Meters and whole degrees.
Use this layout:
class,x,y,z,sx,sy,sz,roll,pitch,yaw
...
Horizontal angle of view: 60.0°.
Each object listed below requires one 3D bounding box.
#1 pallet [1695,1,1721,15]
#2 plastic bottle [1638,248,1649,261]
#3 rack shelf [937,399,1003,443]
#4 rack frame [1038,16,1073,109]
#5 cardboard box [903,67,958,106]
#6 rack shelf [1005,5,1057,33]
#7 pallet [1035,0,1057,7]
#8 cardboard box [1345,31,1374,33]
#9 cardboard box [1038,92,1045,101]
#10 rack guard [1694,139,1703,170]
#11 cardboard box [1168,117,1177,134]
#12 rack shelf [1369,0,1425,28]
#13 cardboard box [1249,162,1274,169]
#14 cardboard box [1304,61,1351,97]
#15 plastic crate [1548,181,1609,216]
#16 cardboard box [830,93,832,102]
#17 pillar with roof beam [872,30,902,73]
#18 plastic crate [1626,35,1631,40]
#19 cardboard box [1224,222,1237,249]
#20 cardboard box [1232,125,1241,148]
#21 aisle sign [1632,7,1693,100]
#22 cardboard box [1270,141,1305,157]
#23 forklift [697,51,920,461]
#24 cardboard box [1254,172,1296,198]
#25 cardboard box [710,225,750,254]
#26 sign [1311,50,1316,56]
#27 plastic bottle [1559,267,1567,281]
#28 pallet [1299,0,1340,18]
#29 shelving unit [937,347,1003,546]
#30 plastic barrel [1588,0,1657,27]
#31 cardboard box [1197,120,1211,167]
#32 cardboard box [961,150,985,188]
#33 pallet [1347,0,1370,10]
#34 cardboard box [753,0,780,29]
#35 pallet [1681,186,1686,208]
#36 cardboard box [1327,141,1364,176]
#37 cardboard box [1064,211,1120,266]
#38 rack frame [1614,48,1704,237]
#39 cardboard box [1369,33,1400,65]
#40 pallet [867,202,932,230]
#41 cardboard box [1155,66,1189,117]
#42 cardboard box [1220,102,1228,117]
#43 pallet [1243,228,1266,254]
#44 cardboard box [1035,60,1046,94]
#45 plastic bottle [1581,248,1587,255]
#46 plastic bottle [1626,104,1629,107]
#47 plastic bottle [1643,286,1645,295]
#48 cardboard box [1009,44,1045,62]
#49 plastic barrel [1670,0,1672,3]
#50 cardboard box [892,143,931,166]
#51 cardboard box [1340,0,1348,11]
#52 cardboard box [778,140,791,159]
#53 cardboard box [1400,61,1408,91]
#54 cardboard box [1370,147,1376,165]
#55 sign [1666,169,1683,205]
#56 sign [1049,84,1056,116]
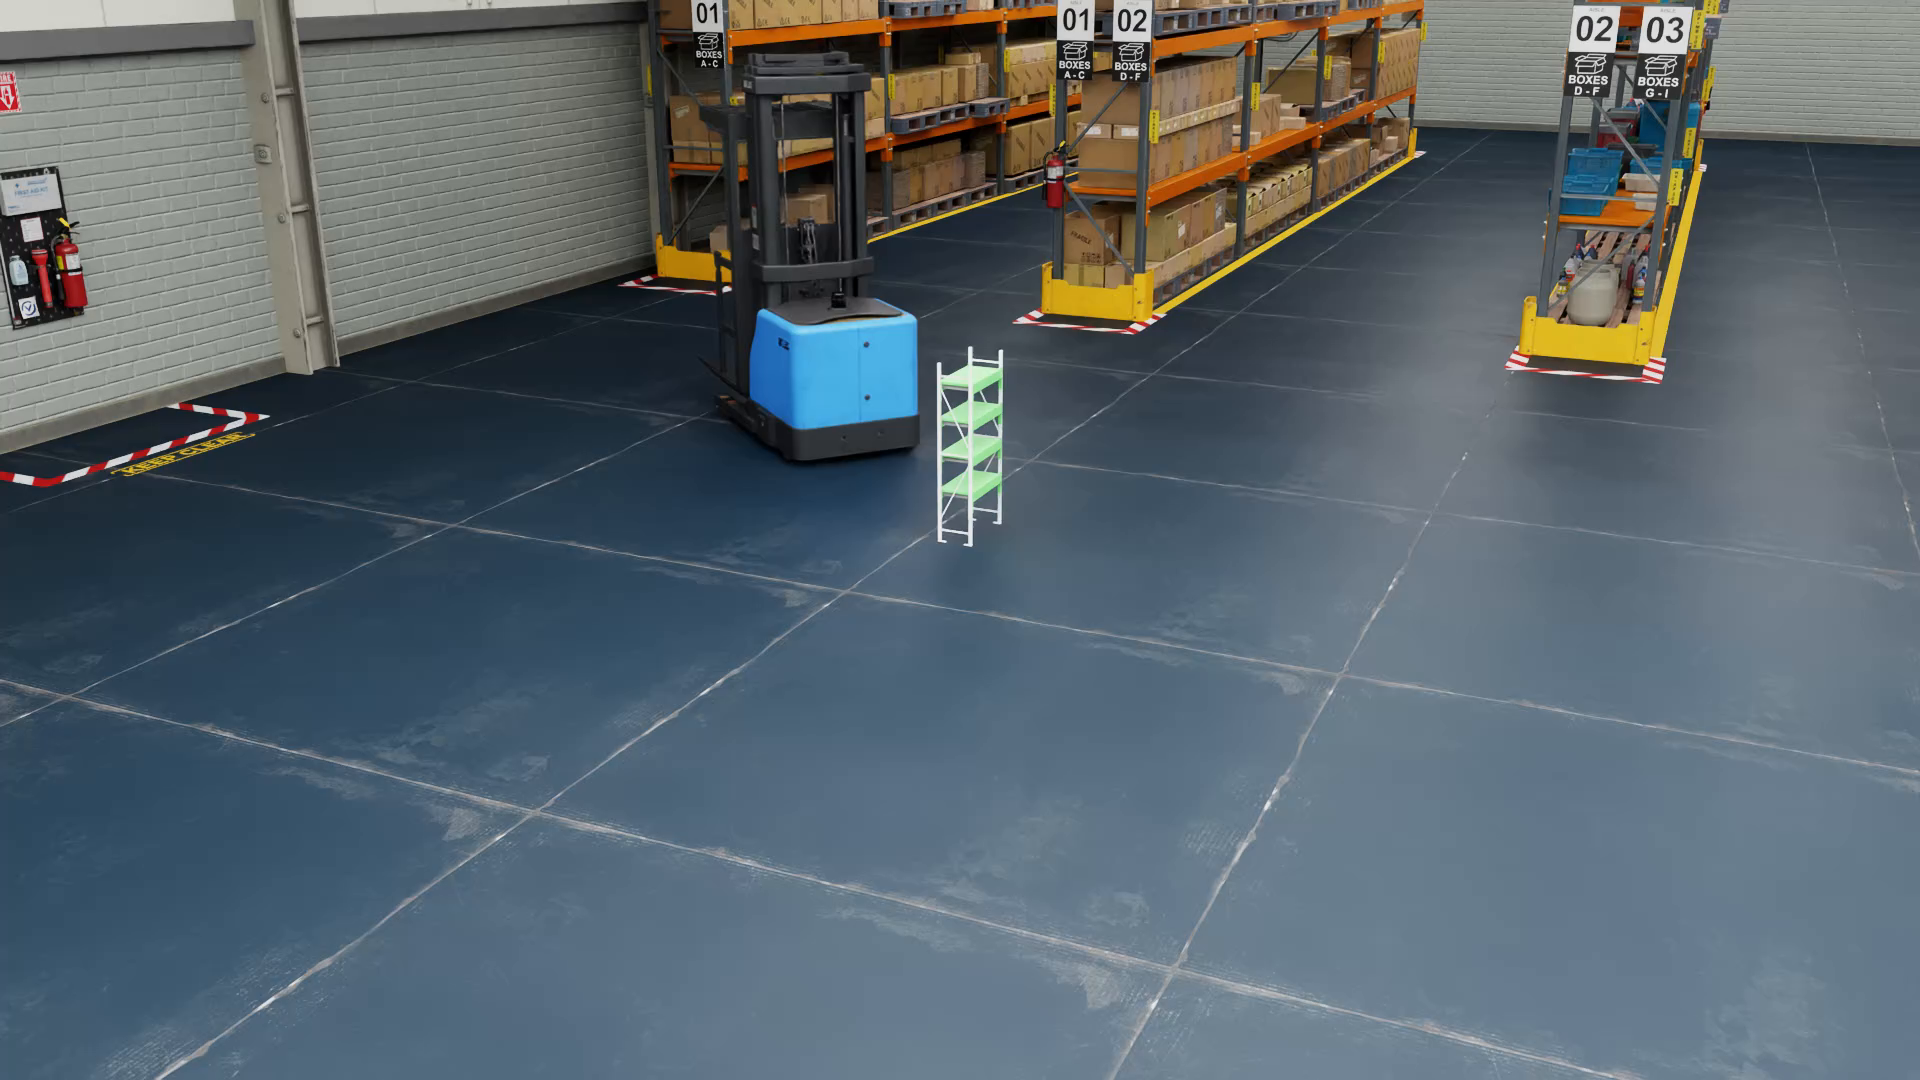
class,x,y,z,sx,sy,sz,roll,pitch,yaw
pallet,9.661,-7.138,22.368,1.003,0.211,1.213,9,21,23
plastic bottle,7.542,-3.035,18.322,0.144,0.351,0.185,7,21,20
rack shelf,0.068,-0.782,10.851,0.258,0.148,0.480,9,21,23
rack frame,1.859,-8.175,29.480,1.000,3.000,0.127,9,21,23
cardboard box,-0.453,-6.678,24.464,0.700,0.500,0.500,9,21,23
rack shelf,1.040,-8.638,27.379,1.077,0.370,4.000,9,21,23
pallet,0.891,-8.823,27.107,1.003,0.211,1.213,10,22,25
cardboard box,6.971,-8.670,29.229,0.500,0.500,0.500,8,21,22
cardboard box,1.185,-7.383,27.597,0.380,0.149,0.250,9,21,23
rack guard,12.533,-6.870,29.541,1.175,0.500,0.348,9,21,23
cardboard box,2.137,-4.506,18.044,0.380,0.149,0.250,8,21,22
rack shelf,7.198,-9.182,28.909,1.077,0.370,4.000,9,21,23
cardboard box,4.259,-5.321,24.093,0.500,0.311,0.500,9,22,25
cardboard box,5.712,-7.193,25.943,0.700,0.500,0.500,3,20,9
plastic crate,5.915,-3.272,15.913,0.499,0.251,0.616,9,21,23
cardboard box,-1.744,-5.529,21.114,0.500,0.500,0.500,8,21,21
pillar with roof beam,2.827,-8.910,22.592,9.100,9.000,0.400,9,21,23
plastic crate,6.726,-5.239,17.063,0.336,0.188,0.450,9,21,23
cardboard box,3.113,-3.782,20.603,0.500,0.250,0.500,9,21,23
cardboard box,3.265,-5.137,21.161,0.500,0.250,0.500,10,22,26
aisle sign,6.221,-4.310,14.732,0.394,0.787,0.004,9,21,23
cardboard box,4.929,-5.993,25.298,0.500,0.250,0.500,9,22,25
forklift,-1.403,-2.427,13.418,1.130,2.935,3.031,-9,22,-24
cardboard box,4.335,-4.933,23.003,0.500,0.311,0.500,8,21,22
cardboard box,-2.690,-3.647,20.102,0.500,0.311,0.500,6,20,17
sign,5.881,-7.977,27.630,0.100,0.325,0.005,9,21,23
plastic bottle,6.366,-2.735,17.580,0.061,0.283,0.133,9,22,24
pallet,4.545,-7.379,23.045,1.213,0.211,1.003,10,22,25
shelving unit,0.068,-0.616,10.910,0.258,1.200,0.503,9,21,23
plastic barrel,6.066,-5.127,15.165,0.600,0.830,0.708,9,21,23
cardboard box,2.508,-4.647,19.409,0.700,0.500,0.500,9,21,24
cardboard box,-0.027,-5.755,25.748,0.700,0.500,0.500,9,21,23
pallet,5.626,-8.314,25.675,1.213,0.211,1.003,9,21,23
cardboard box,-2.438,-6.204,19.281,0.500,0.500,0.500,10,22,26
pallet,10.543,-5.272,25.478,1.003,0.211,1.213,9,21,23
cardboard box,6.229,-6.186,26.961,0.500,0.500,0.500,9,21,23
cardboard box,1.414,-3.289,18.098,0.500,0.500,0.500,9,21,23
rack frame,9.259,-5.593,22.219,1.000,3.000,0.127,9,21,23
cardboard box,7.251,-8.435,28.570,0.500,0.500,0.500,8,21,21
pallet,-1.100,-4.654,23.741,1.003,0.211,1.213,9,21,23
cardboard box,2.106,-4.960,18.353,0.700,0.500,0.500,9,21,23
cardboard box,2.980,-5.136,19.816,0.380,0.149,0.250,8,21,21
pallet,3.370,-3.968,21.811,1.003,0.211,1.213,9,21,23
cardboard box,1.080,-7.573,27.163,0.500,0.500,0.500,8,21,22
plastic bottle,6.983,-3.155,18.771,0.152,0.276,0.135,9,22,25
plastic bottle,9.503,-6.070,23.734,0.061,0.283,0.133,9,21,23
plastic bottle,7.052,-2.580,17.265,0.097,0.201,0.097,0,20,0
cardboard box,1.062,-7.924,27.031,0.500,0.250,0.500,9,21,23
plastic barrel,8.457,-6.788,20.461,0.600,0.830,0.708,9,21,23
cardboard box,-0.744,-5.635,24.291,0.500,0.250,0.500,8,21,21
cardboard box,5.311,-8.187,24.888,0.910,0.500,0.500,9,21,23
cardboard box,-2.366,-4.712,19.936,0.500,0.250,0.500,8,21,21
cardboard box,7.664,-8.282,29.630,0.500,0.500,0.500,9,21,23
cardboard box,6.749,-6.536,28.226,0.500,0.311,0.500,9,21,23
sign,6.483,-3.201,15.081,0.100,0.325,0.005,9,21,23
sign,0.976,-4.564,17.245,0.100,0.325,0.005,9,21,23
